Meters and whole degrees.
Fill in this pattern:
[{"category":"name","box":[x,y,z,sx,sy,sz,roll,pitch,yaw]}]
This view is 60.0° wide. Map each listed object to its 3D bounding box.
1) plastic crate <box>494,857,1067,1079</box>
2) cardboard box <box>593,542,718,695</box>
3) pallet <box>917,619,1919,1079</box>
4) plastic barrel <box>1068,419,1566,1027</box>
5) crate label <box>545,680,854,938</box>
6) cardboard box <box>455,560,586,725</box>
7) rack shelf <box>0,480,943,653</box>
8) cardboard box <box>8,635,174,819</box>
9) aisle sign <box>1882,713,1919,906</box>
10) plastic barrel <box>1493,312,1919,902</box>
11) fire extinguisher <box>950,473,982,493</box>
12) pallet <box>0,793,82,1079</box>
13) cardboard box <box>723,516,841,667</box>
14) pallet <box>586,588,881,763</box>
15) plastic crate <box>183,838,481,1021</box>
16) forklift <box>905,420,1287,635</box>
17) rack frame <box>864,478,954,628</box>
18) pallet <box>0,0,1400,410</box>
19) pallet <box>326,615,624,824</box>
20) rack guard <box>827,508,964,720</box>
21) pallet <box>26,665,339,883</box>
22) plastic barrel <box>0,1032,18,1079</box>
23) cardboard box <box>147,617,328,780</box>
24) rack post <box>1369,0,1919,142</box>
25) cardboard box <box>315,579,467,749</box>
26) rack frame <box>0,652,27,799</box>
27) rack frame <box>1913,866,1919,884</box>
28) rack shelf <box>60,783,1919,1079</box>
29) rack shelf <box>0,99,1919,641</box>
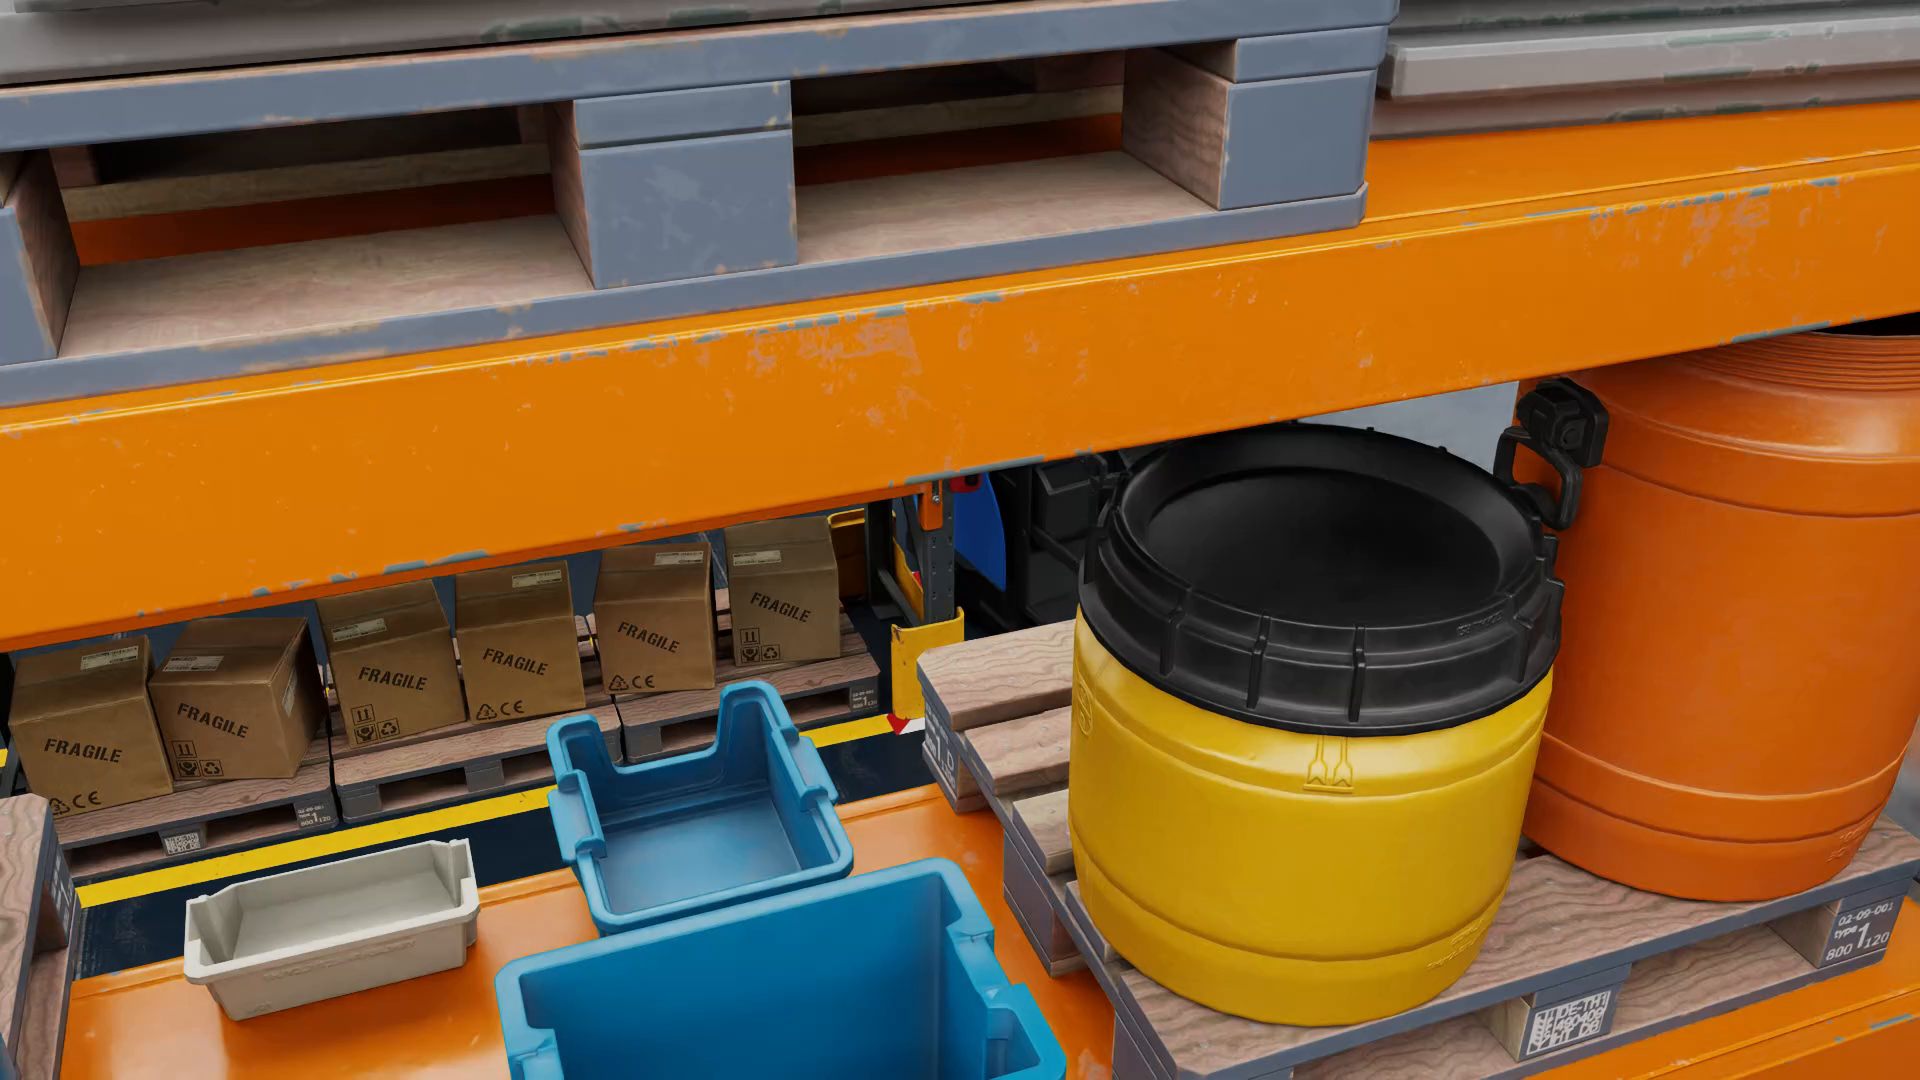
[{"category":"plastic crate","box":[-0.211,0.705,1.968,0.575,0.384,0.392,-10,31,-18]},{"category":"cardboard box","box":[-1.395,0.358,7.693,0.500,0.500,0.500,-3,30,-5]},{"category":"pallet","box":[0.662,0.409,2.663,1.213,0.211,1.003,-10,31,-18]},{"category":"plastic barrel","box":[0.447,0.221,2.188,0.600,0.588,0.600,0,30,0]},{"category":"crate label","box":[-0.398,0.464,2.526,0.408,0.251,0.502,-10,31,-18]},{"category":"cardboard box","box":[-1.989,0.457,7.519,0.500,0.500,0.500,-8,31,-13]},{"category":"rack shelf","box":[-2.131,-0.107,7.135,4.000,0.370,1.077,-10,31,-18]},{"category":"cardboard box","box":[-3.616,0.778,6.955,0.500,0.500,0.500,-11,32,-19]},{"category":"aisle sign","box":[1.642,0.529,2.666,0.004,0.787,0.394,-10,31,-18]},{"category":"plastic barrel","box":[1.060,0.003,2.326,0.708,0.830,0.600,-10,31,-18]},{"category":"fire extinguisher","box":[0.012,-0.538,7.242,0.183,0.674,0.296,-10,31,-18]},{"category":"pallet","box":[-1.636,0.832,1.920,1.003,0.211,1.213,-10,31,-18]},{"category":"cardboard box","box":[-0.847,0.238,7.902,0.500,0.500,0.500,-5,30,-8]},{"category":"pallet","box":[-1.101,0.583,8.013,1.213,0.211,1.003,-10,31,-18]},{"category":"plastic crate","box":[-0.915,0.570,2.456,0.396,0.136,0.243,-10,31,-18]},{"category":"forklift","box":[0.882,-0.687,7.494,1.130,2.935,3.031,-16,33,-26]},{"category":"rack frame","box":[-0.256,-0.765,7.563,0.127,3.000,1.000,-10,31,-18]},{"category":"pallet","box":[-0.370,-0.495,1.624,1.213,0.211,1.003,-10,31,-18]},{"category":"pallet","box":[-2.243,0.792,7.647,1.213,0.211,1.003,-10,31,-18]},{"category":"rack guard","box":[-0.327,0.334,8.159,0.348,0.500,1.175,-10,31,-18]},{"category":"pallet","box":[-3.388,1.004,7.274,1.213,0.211,1.003,-10,31,-18]},{"category":"plastic barrel","box":[-1.308,0.397,1.561,0.708,0.901,0.600,-10,31,-18]},{"category":"cardboard box","box":[-3.082,0.676,7.134,0.500,0.500,0.500,-1,30,-2]},{"category":"rack post","box":[0.718,-0.785,2.043,0.954,0.300,0.937,-7,30,-12]},{"category":"cardboard box","box":[-2.528,0.532,7.386,0.500,0.500,0.500,-13,32,-22]},{"category":"rack frame","box":[-4.005,-0.075,6.351,0.127,3.000,1.000,-10,31,-18]},{"category":"rack frame","box":[1.471,1.533,3.530,0.127,3.000,1.000,-10,31,-18]},{"category":"rack shelf","box":[-0.403,0.887,2.359,4.000,0.370,1.077,-10,31,-18]},{"category":"rack shelf","box":[-0.403,-0.242,1.716,4.000,0.370,1.077,-10,31,-18]}]
